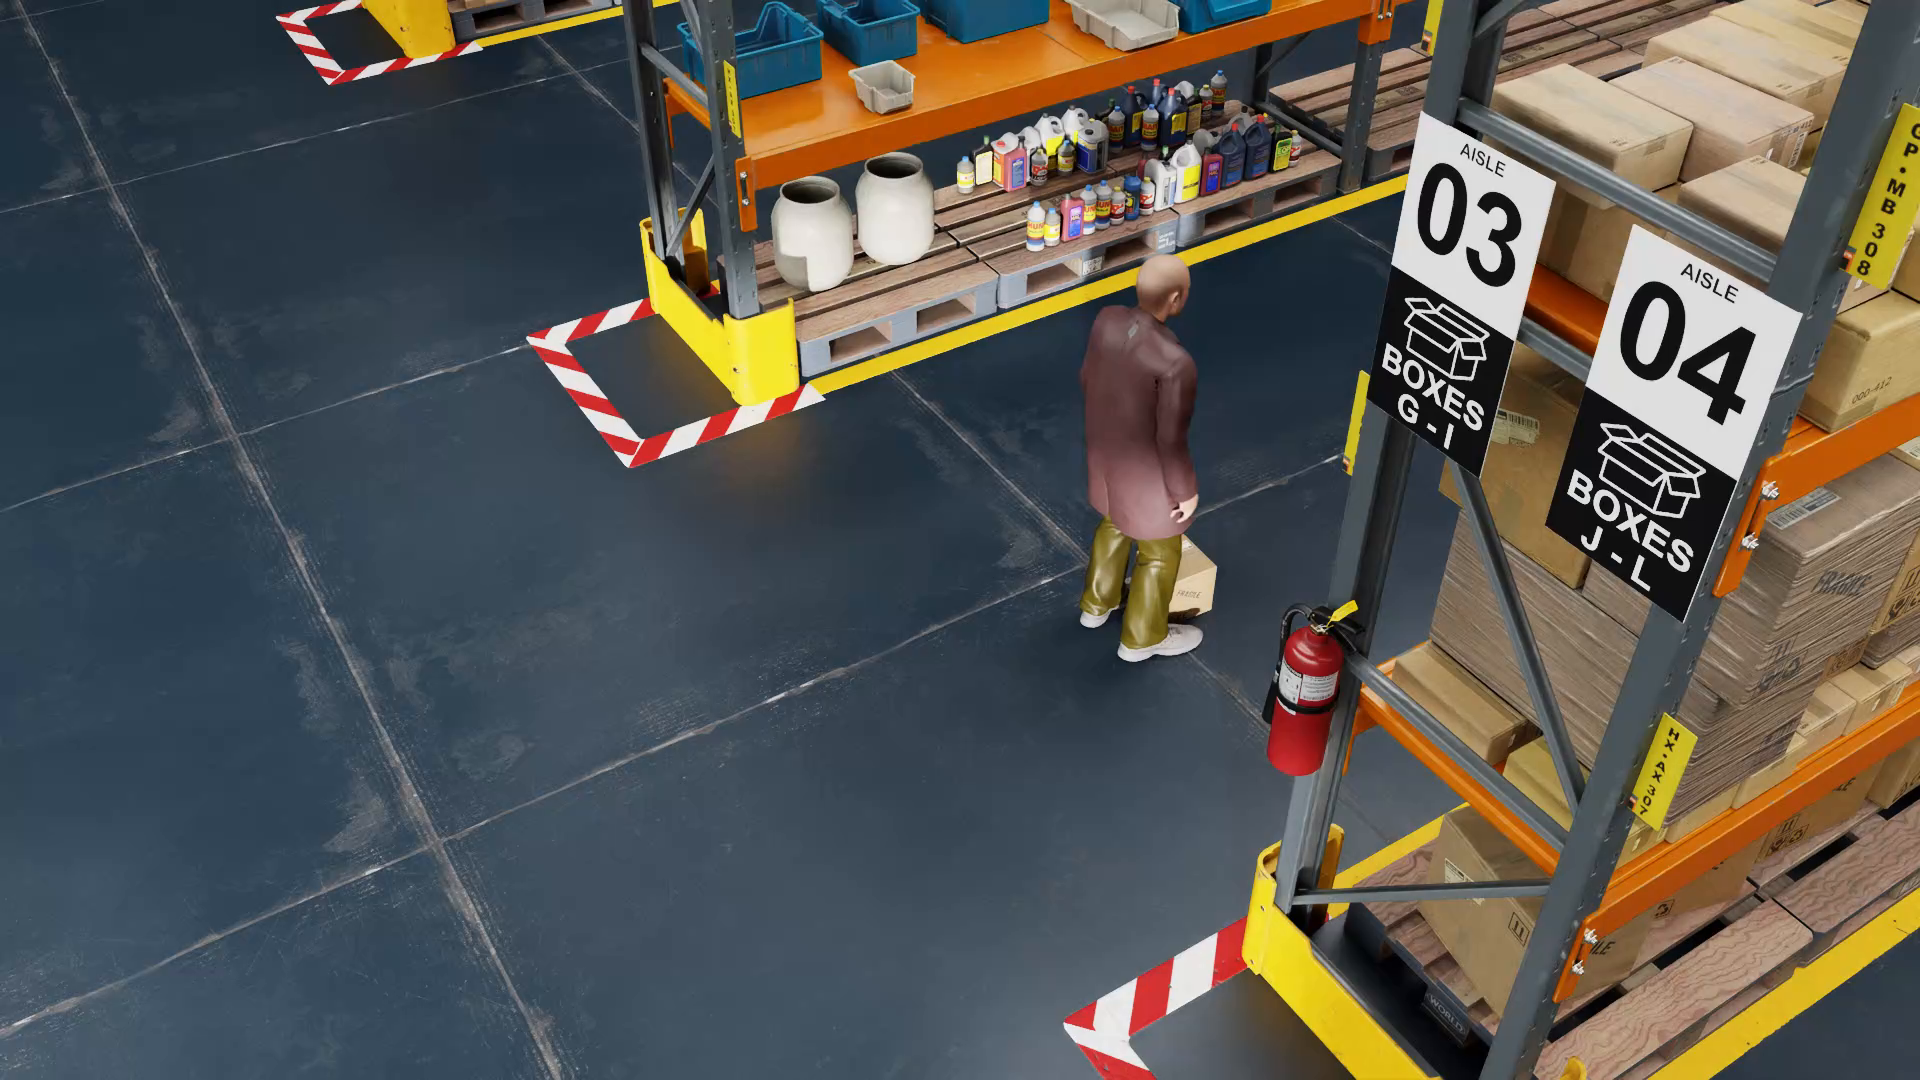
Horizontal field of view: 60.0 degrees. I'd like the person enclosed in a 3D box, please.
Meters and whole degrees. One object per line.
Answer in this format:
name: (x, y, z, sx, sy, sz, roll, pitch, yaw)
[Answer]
person: (0.711, -0.313, 6.539, 0.427, 1.773, 0.641, -23, 45, -24)
